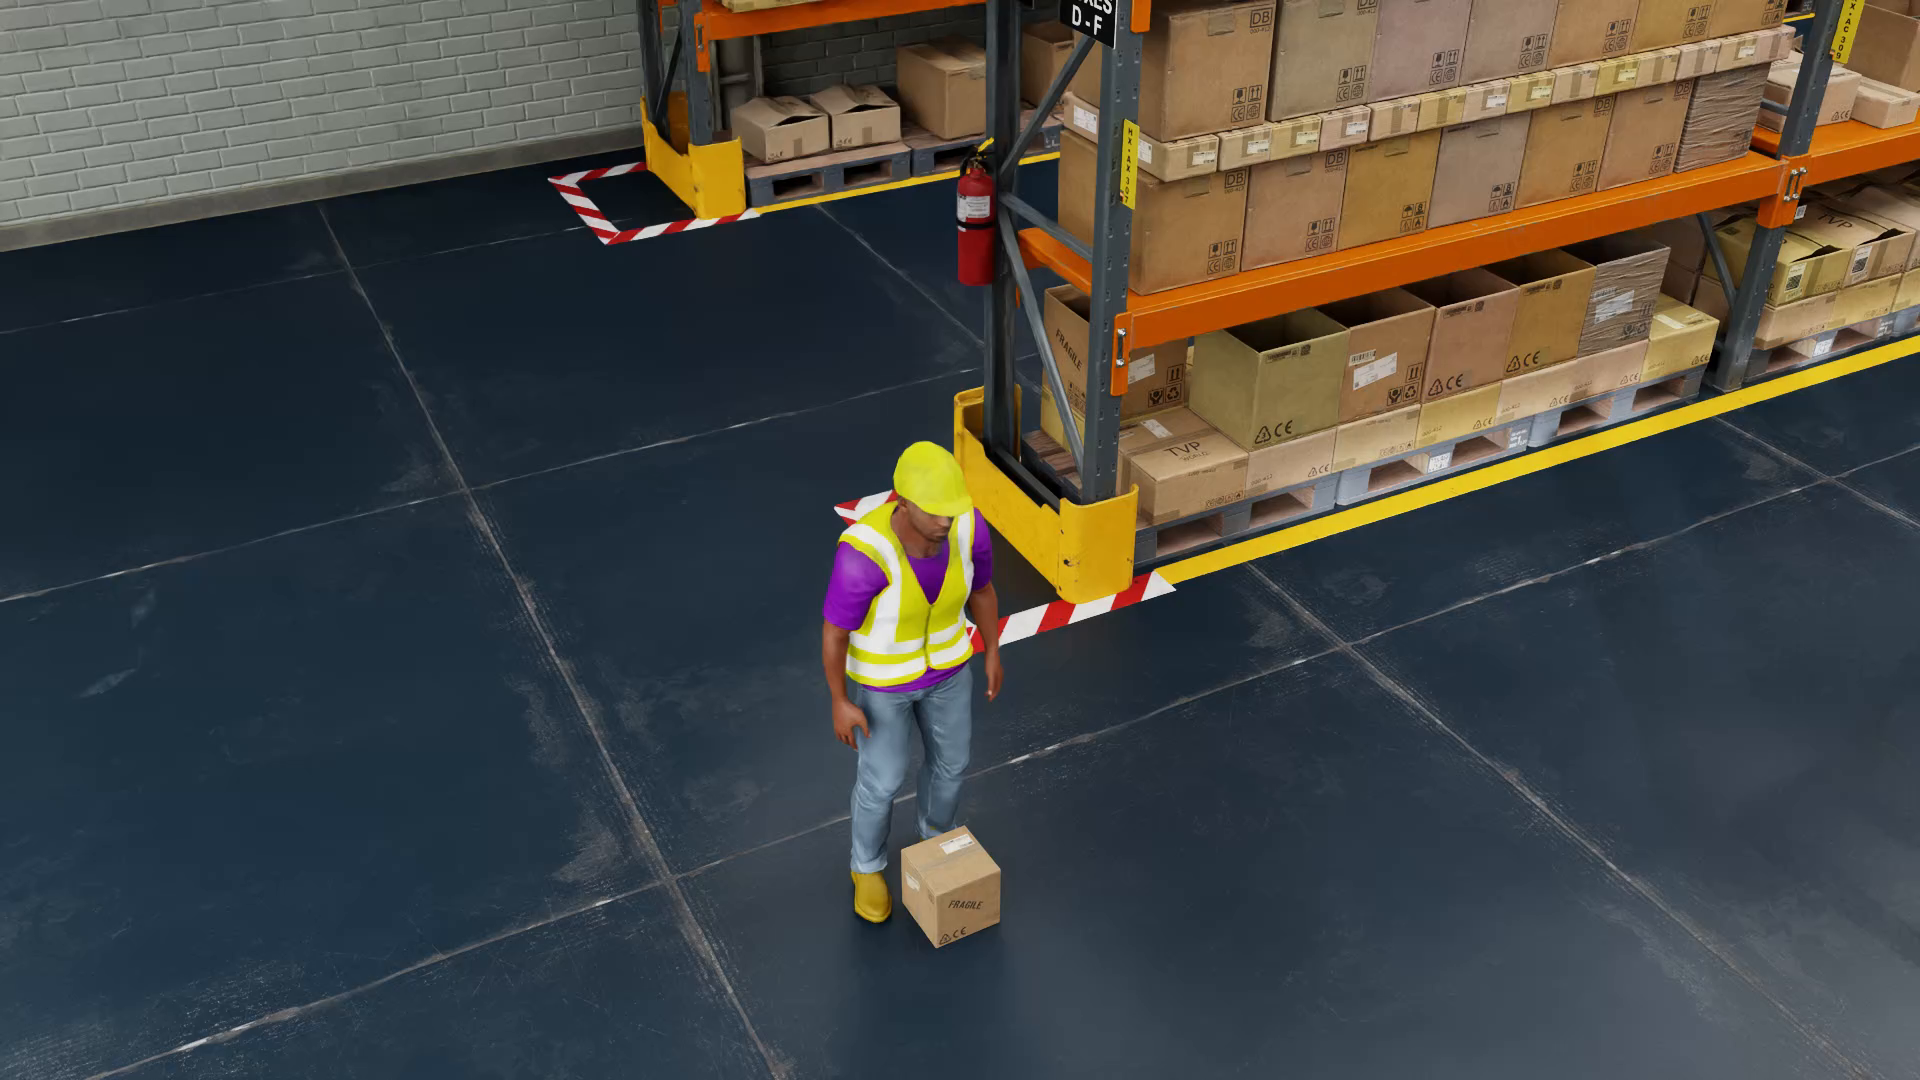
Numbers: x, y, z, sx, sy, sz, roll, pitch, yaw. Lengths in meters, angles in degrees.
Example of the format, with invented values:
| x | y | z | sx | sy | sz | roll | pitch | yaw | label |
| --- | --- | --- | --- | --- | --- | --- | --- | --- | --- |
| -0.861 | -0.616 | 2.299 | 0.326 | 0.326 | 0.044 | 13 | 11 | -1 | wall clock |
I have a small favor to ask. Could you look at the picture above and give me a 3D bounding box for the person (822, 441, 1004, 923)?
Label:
| x | y | z | sx | sy | sz | roll | pitch | yaw | label |
| --- | --- | --- | --- | --- | --- | --- | --- | --- | --- |
| -0.141 | 0.443 | 5.437 | 0.638 | 1.761 | 0.459 | -17 | 37 | -24 | person |
